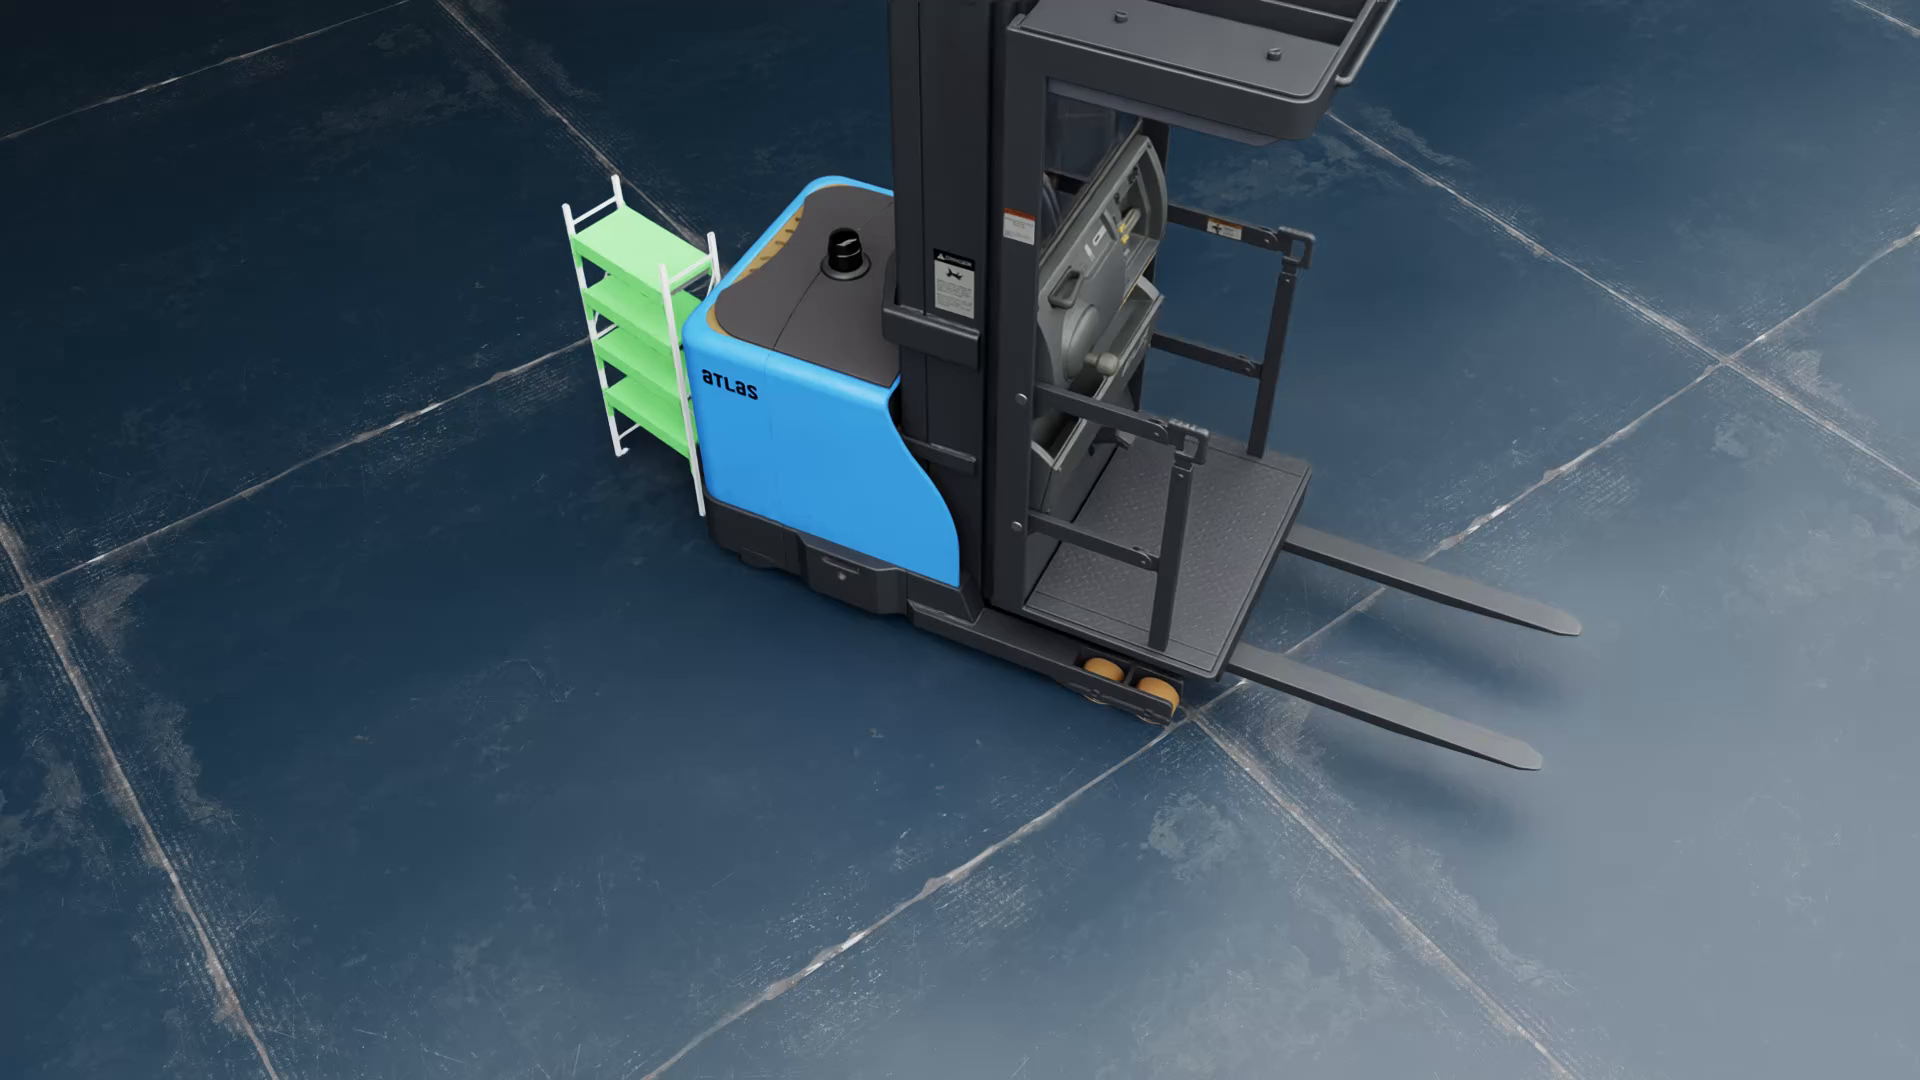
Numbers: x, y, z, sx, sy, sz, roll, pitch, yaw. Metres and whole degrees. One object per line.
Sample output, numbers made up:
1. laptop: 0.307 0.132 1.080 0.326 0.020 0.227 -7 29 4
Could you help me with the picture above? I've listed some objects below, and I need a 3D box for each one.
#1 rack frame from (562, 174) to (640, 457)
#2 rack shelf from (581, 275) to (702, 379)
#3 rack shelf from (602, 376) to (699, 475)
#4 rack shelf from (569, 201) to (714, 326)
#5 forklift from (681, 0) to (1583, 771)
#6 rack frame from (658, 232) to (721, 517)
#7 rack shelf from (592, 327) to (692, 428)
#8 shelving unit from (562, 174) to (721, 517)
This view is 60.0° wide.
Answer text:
1. rack frame: -1.271 -0.799 6.165 0.015 1.200 0.240 33 56 26
2. rack shelf: -1.088 -0.798 5.925 0.480 0.148 0.258 33 56 26
3. rack shelf: -1.088 -0.475 6.281 0.480 0.148 0.258 33 56 26
4. rack shelf: -1.088 -0.959 5.748 0.480 0.148 0.258 33 56 26
5. forklift: 0.622 -0.809 5.005 3.031 2.935 1.130 20 51 17
6. rack frame: -0.906 -0.559 5.947 0.015 1.200 0.240 33 56 26
7. rack shelf: -1.088 -0.636 6.103 0.480 0.148 0.258 33 56 26
8. shelving unit: -1.088 -0.679 6.056 0.503 1.200 0.258 33 56 26
